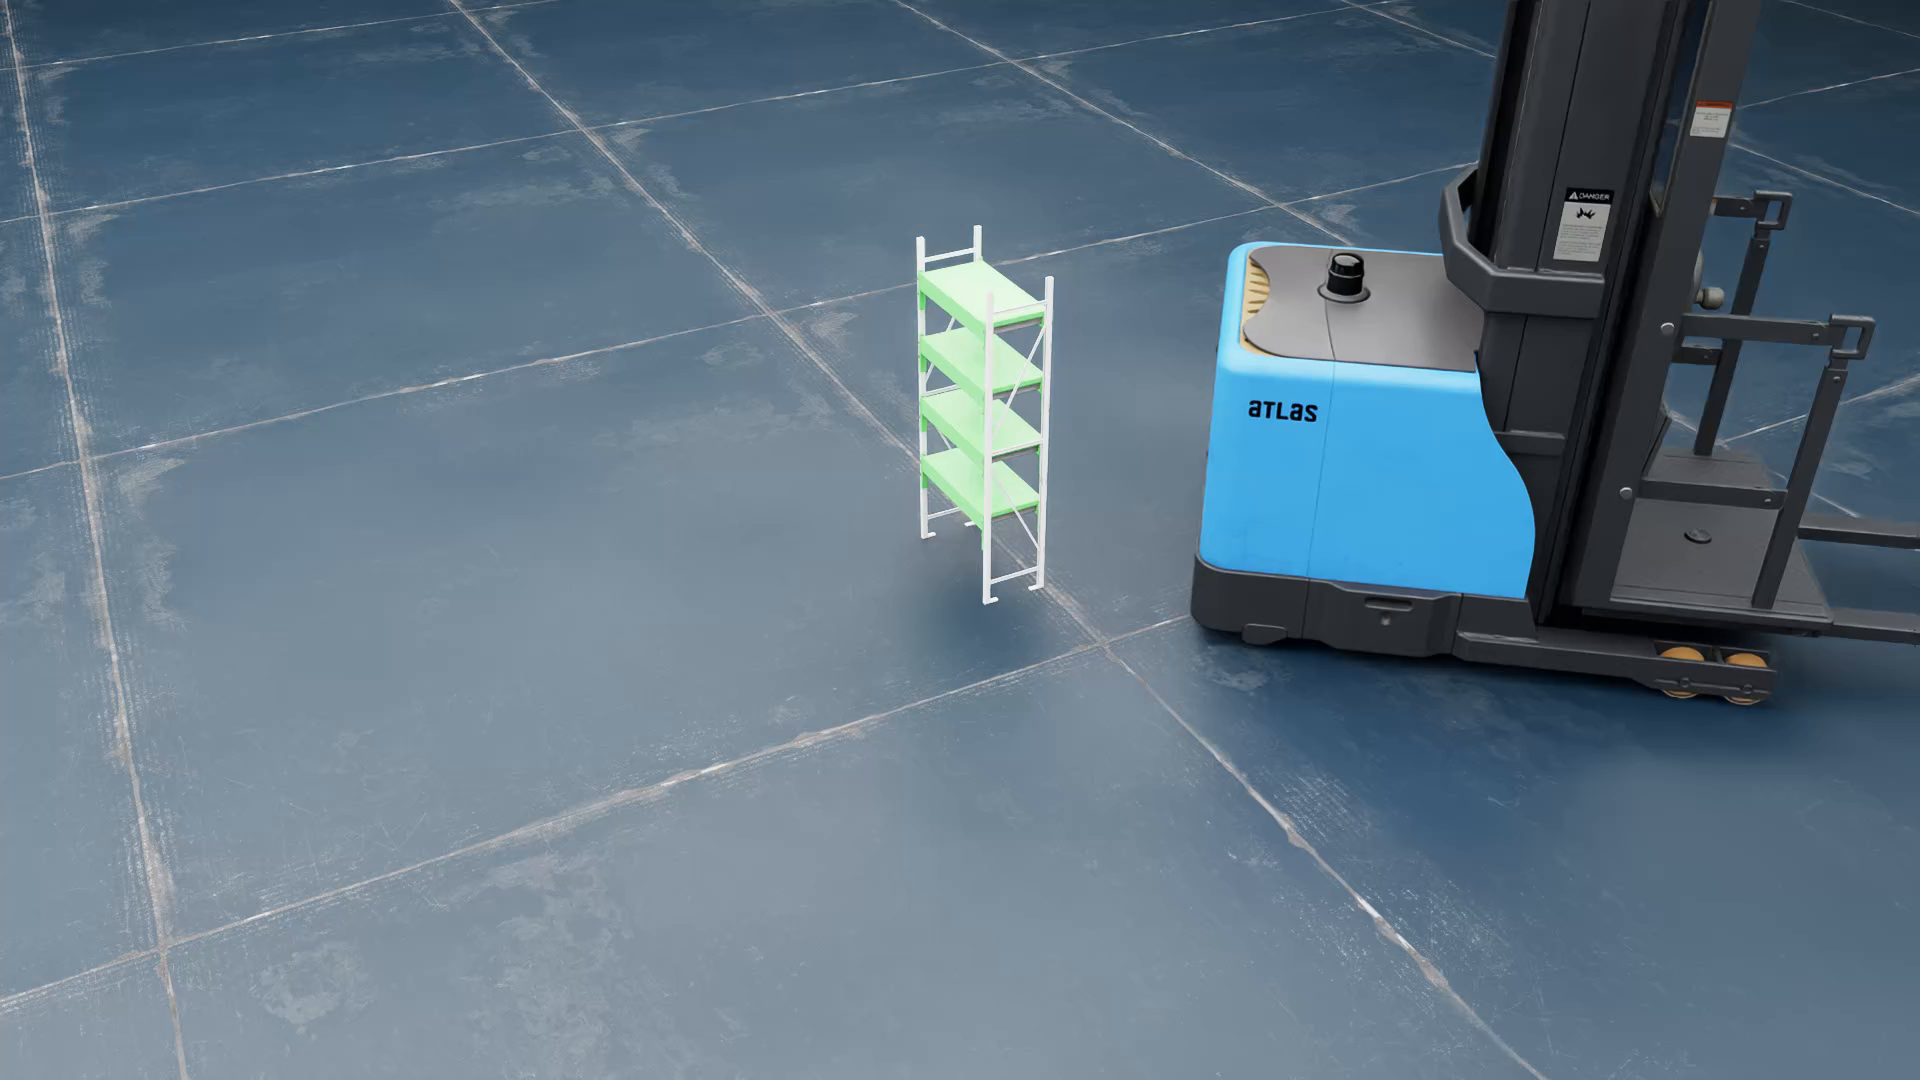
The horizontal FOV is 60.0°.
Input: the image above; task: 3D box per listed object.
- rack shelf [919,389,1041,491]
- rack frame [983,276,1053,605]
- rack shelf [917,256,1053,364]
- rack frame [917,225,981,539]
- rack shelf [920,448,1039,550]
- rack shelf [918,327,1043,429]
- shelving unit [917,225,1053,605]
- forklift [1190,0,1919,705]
[{"bbox_3d":[0.077,-0.372,5.837,0.258,0.148,0.480,-16,36,-23],"label":"rack shelf"},{"bbox_3d":[0.191,-0.310,5.621,0.240,1.200,0.015,-16,36,-23],"label":"rack frame"},{"bbox_3d":[0.077,-0.777,5.579,0.258,0.148,0.480,-16,36,-23],"label":"rack shelf"},{"bbox_3d":[-0.037,-0.543,5.985,0.240,1.200,0.015,-16,36,-23],"label":"rack frame"},{"bbox_3d":[0.077,-0.170,5.967,0.258,0.148,0.480,-16,36,-23],"label":"rack shelf"},{"bbox_3d":[0.077,-0.574,5.708,0.258,0.148,0.480,-16,36,-23],"label":"rack shelf"},{"bbox_3d":[0.077,-0.426,5.803,0.258,1.200,0.503,-16,36,-23],"label":"shelving unit"},{"bbox_3d":[2.361,-1.009,5.108,3.031,2.935,1.130,6,33,9],"label":"forklift"}]
